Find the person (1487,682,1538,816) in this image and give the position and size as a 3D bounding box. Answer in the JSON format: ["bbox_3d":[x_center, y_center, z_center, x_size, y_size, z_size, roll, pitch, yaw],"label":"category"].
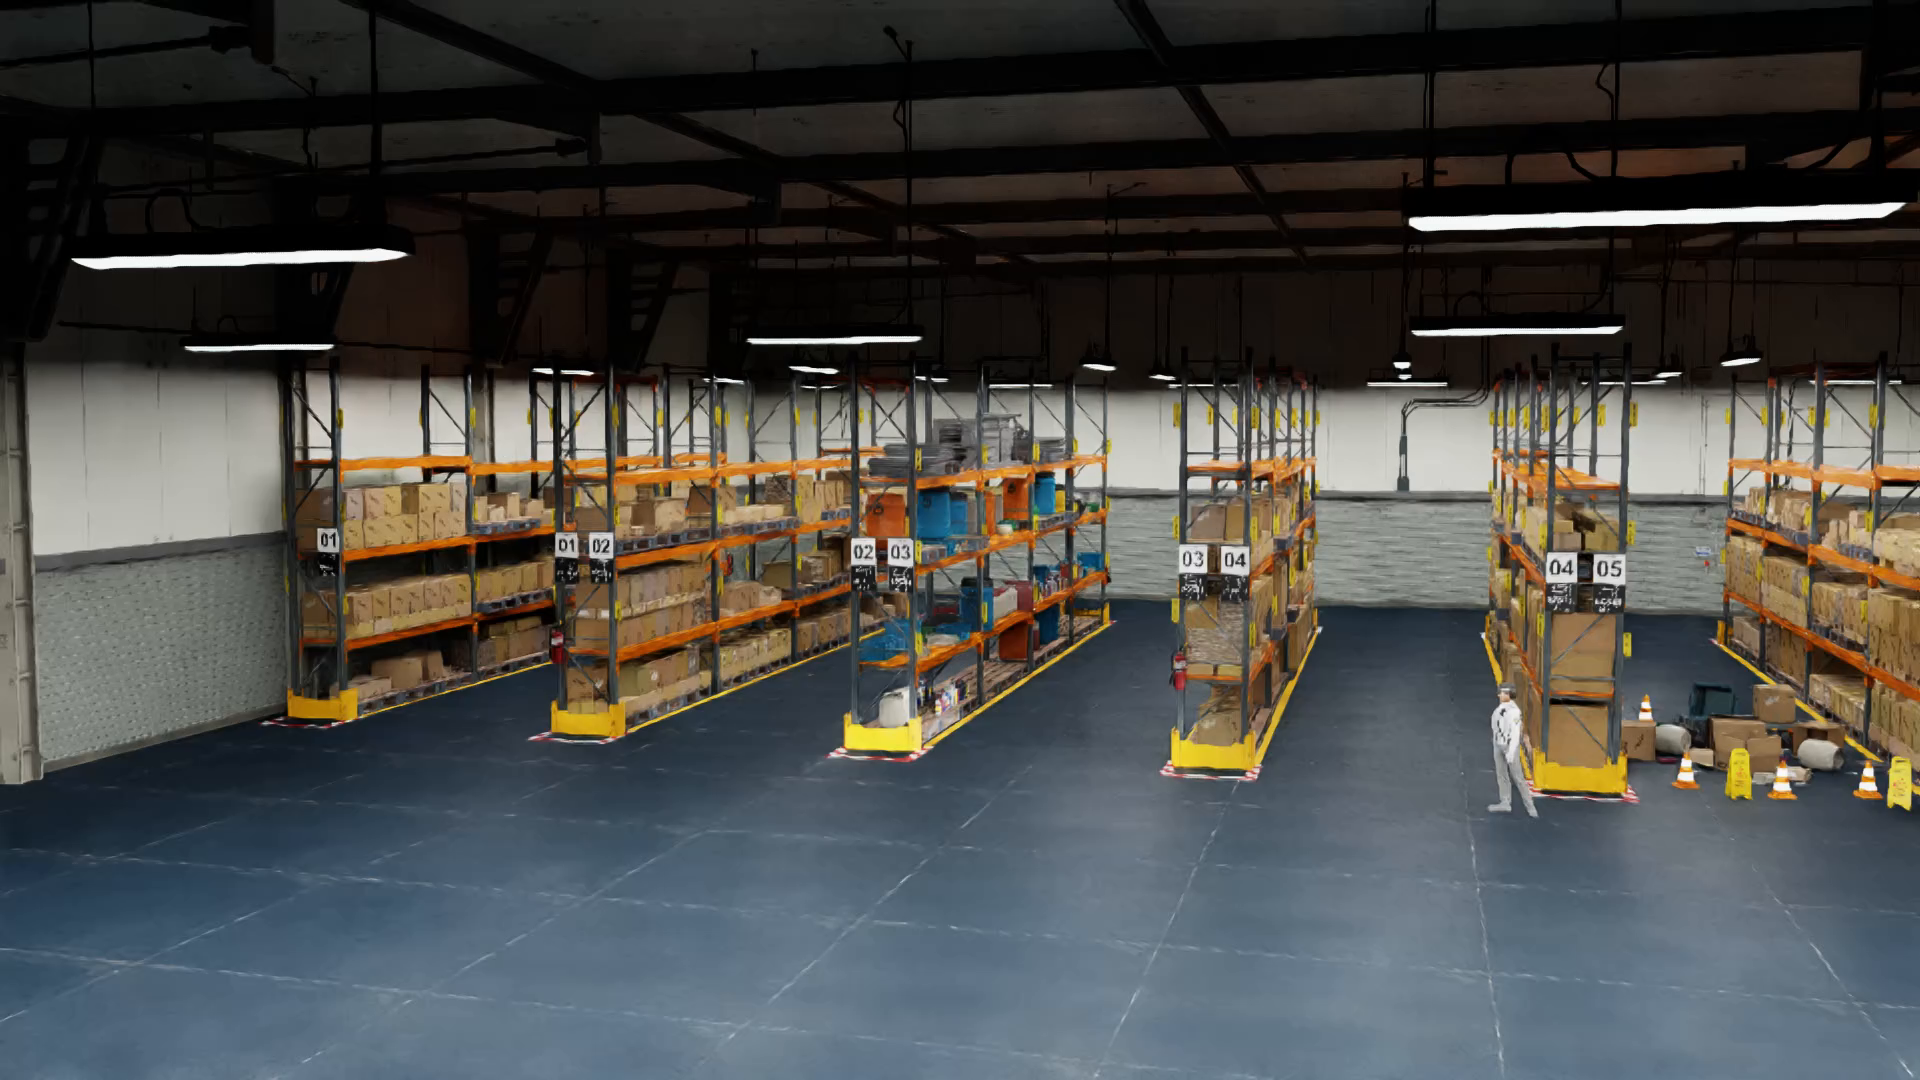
[{"bbox_3d":[7.010,2.636,21.056,0.496,1.668,0.670,-1,4,-11],"label":"person"}]
